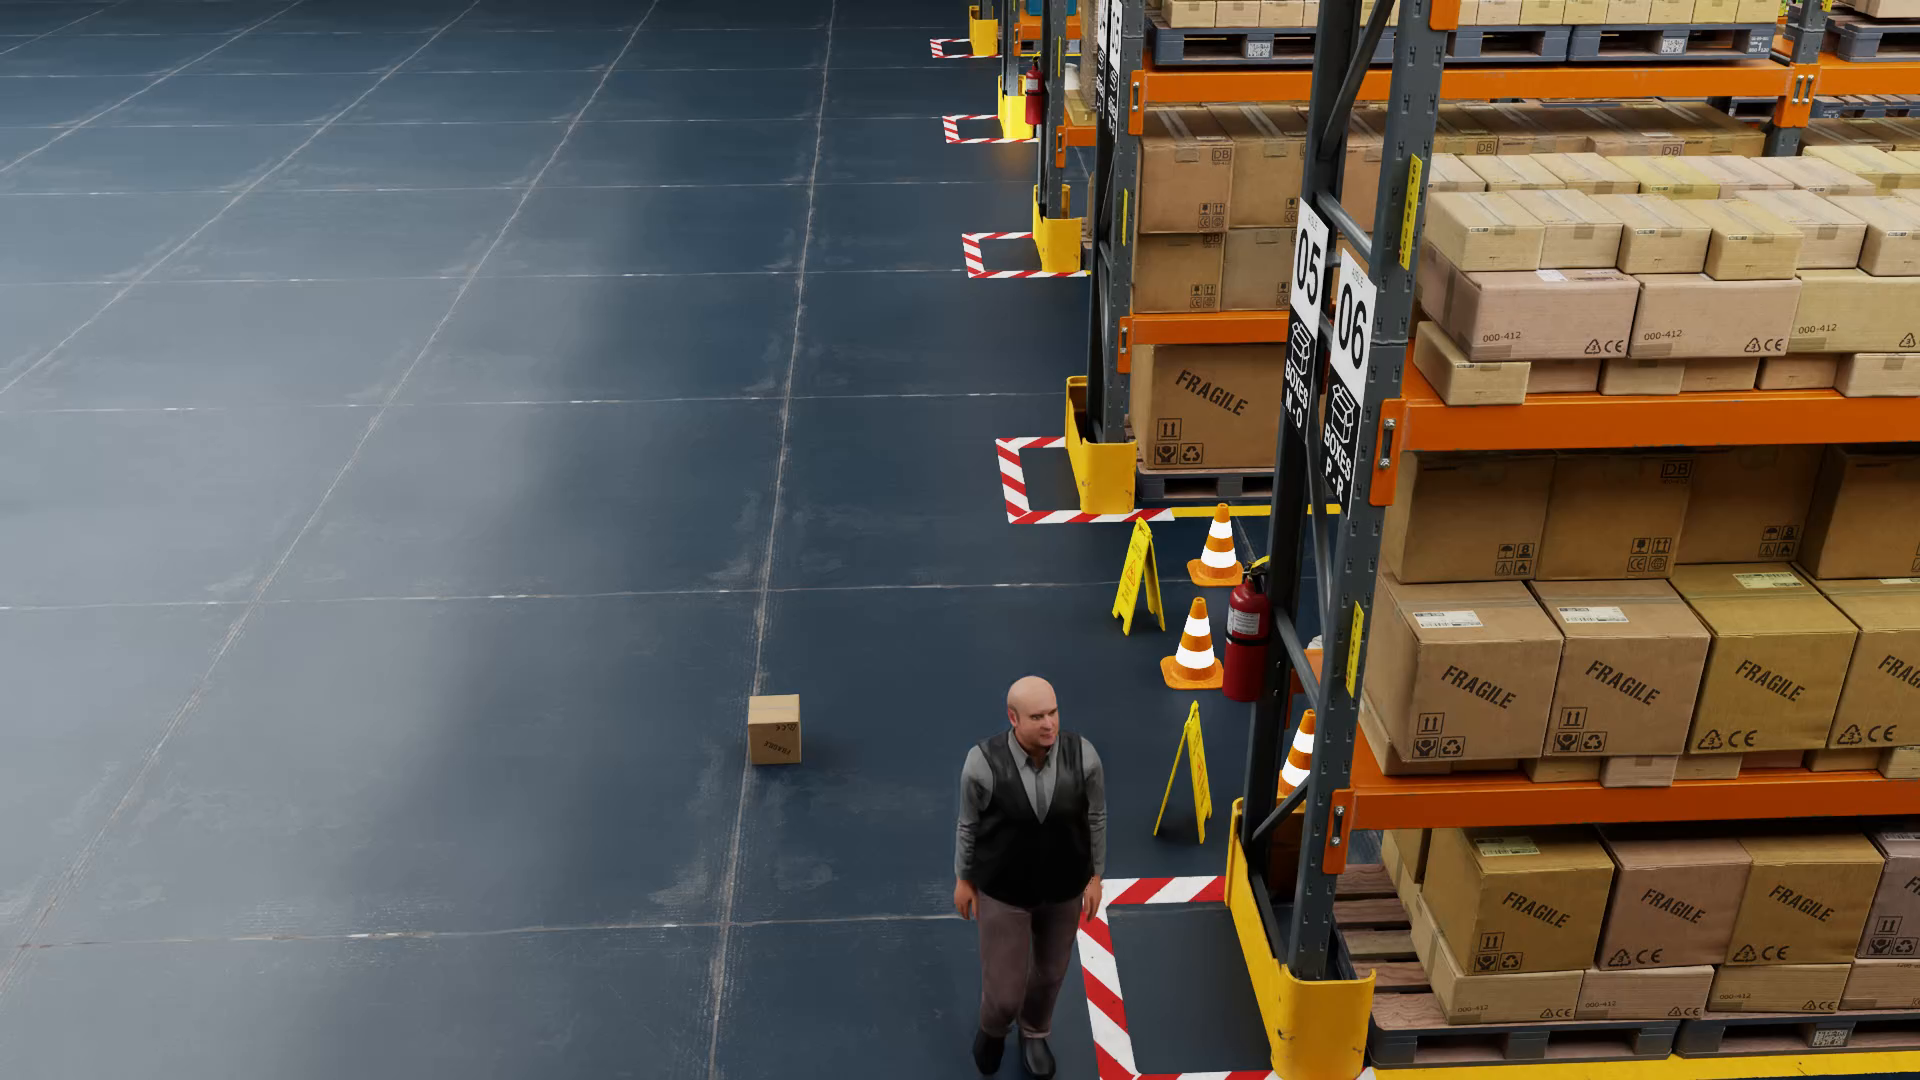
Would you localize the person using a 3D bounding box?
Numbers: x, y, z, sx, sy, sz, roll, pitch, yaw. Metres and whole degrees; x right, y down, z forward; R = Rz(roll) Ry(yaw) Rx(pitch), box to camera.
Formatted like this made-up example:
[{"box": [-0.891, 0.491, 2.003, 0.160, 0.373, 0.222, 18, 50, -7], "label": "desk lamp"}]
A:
[{"box": [0.281, 1.302, 6.089, 0.560, 1.731, 0.474, -6, 28, -11], "label": "person"}]
